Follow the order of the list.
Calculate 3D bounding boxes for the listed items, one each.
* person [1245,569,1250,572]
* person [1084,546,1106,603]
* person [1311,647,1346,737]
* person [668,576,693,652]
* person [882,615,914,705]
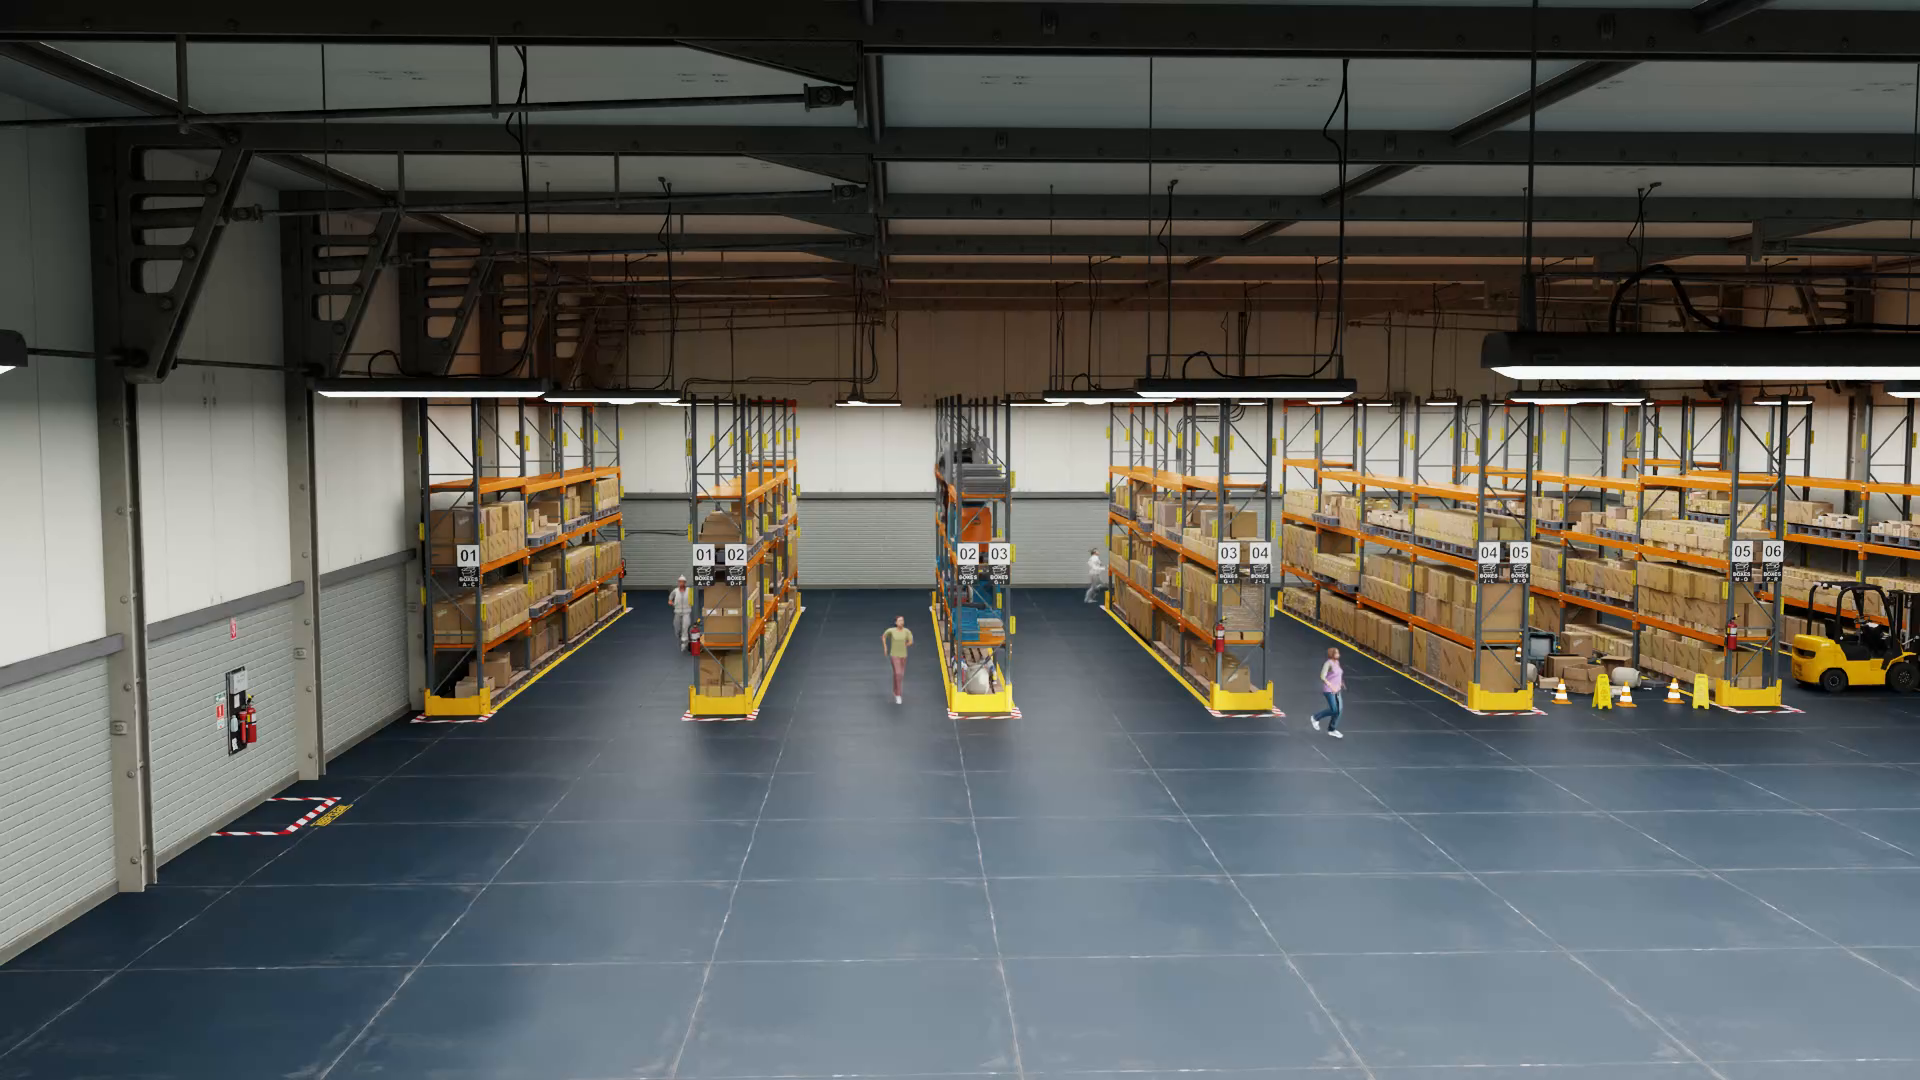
[{"bbox_3d":[8.100,1.129,47.937,0.839,1.660,0.660,-4,6,-43],"label":"person"},{"bbox_3d":[4.005,1.024,49.082,0.653,1.686,0.588,1,5,10],"label":"person"},{"bbox_3d":[6.477,2.652,29.189,0.585,1.578,0.562,4,6,40],"label":"person"},{"bbox_3d":[-6.567,1.741,39.386,0.669,1.764,0.908,0,5,-6],"label":"person"},{"bbox_3d":[-1.192,2.313,32.593,0.564,1.711,0.778,-2,5,-21],"label":"person"}]
